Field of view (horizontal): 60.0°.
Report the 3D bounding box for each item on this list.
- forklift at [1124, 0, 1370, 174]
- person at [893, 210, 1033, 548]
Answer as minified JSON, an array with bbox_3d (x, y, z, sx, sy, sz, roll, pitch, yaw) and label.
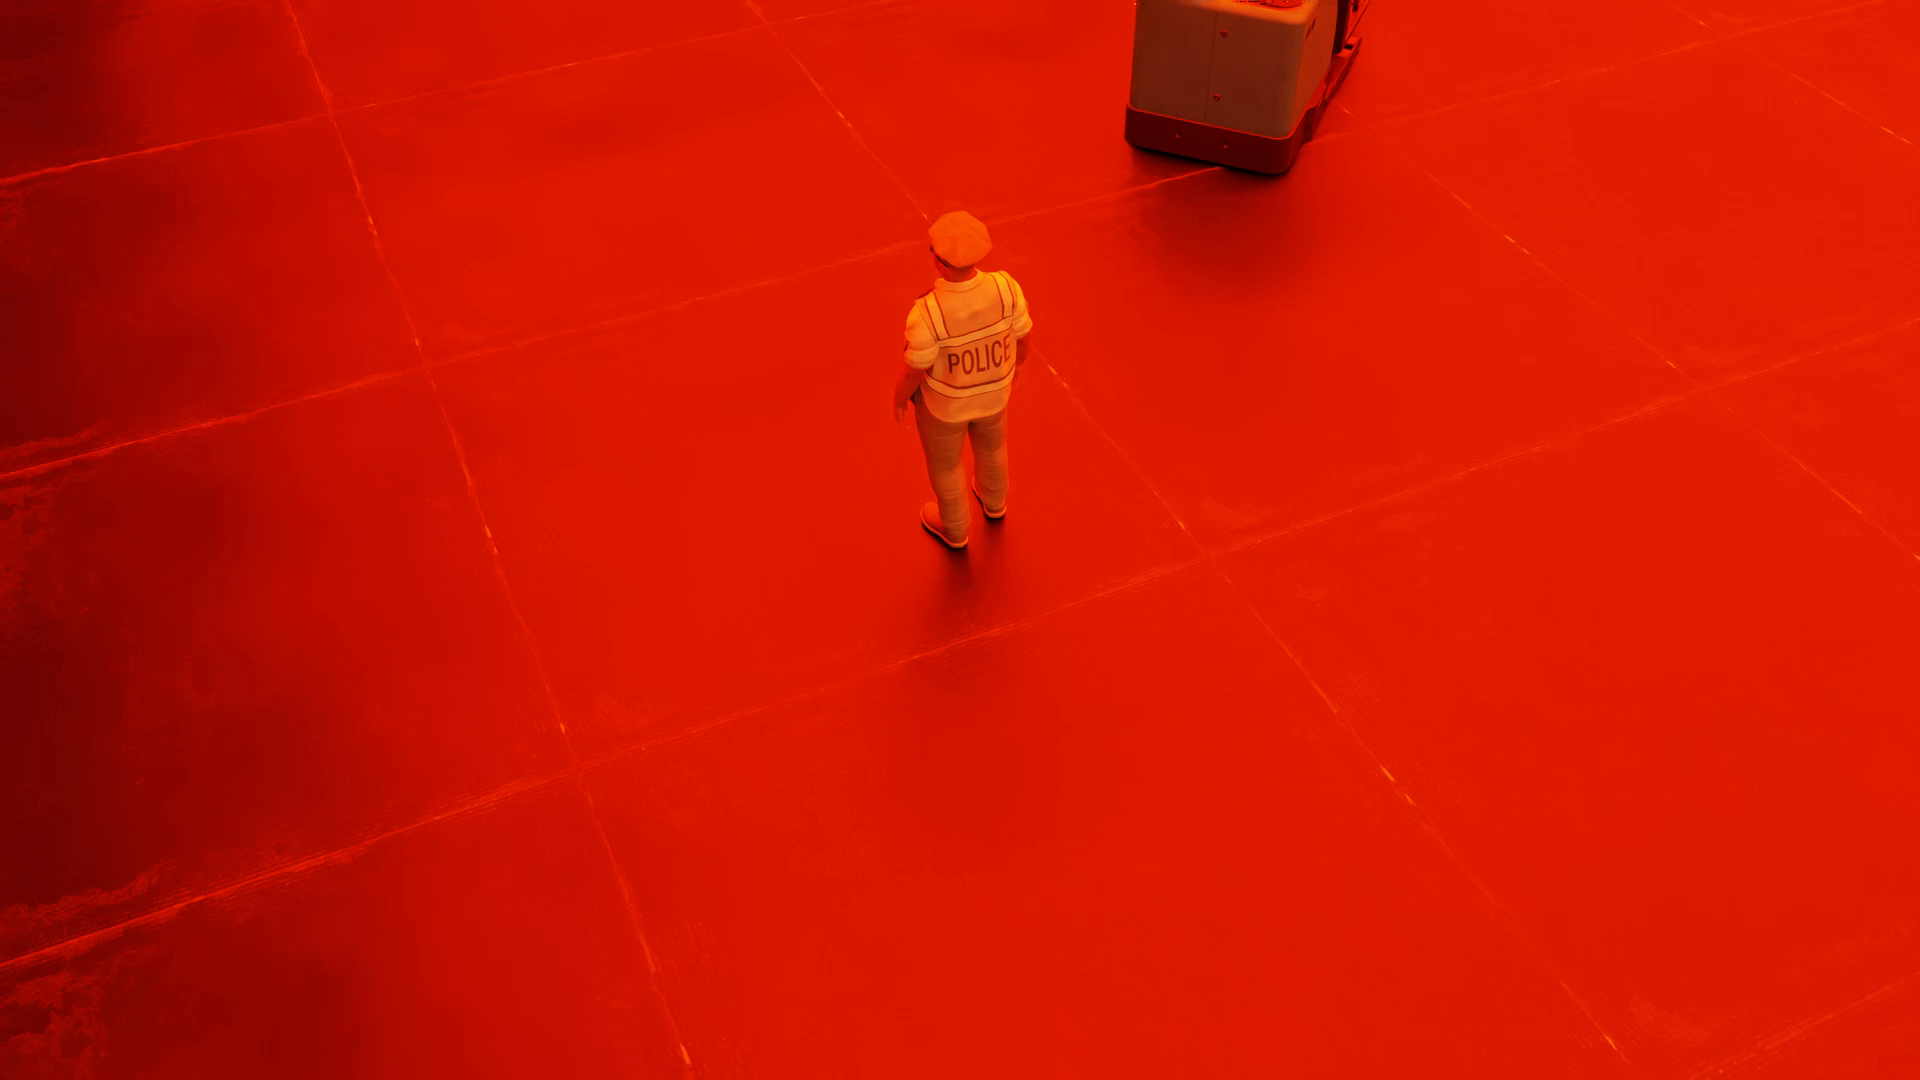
[{"bbox_3d":[2.079,-4.309,10.297,1.130,2.935,3.031,16,45,17],"label":"forklift"},{"bbox_3d":[-0.021,-0.708,7.271,0.640,1.781,0.575,-18,46,-18],"label":"person"}]
